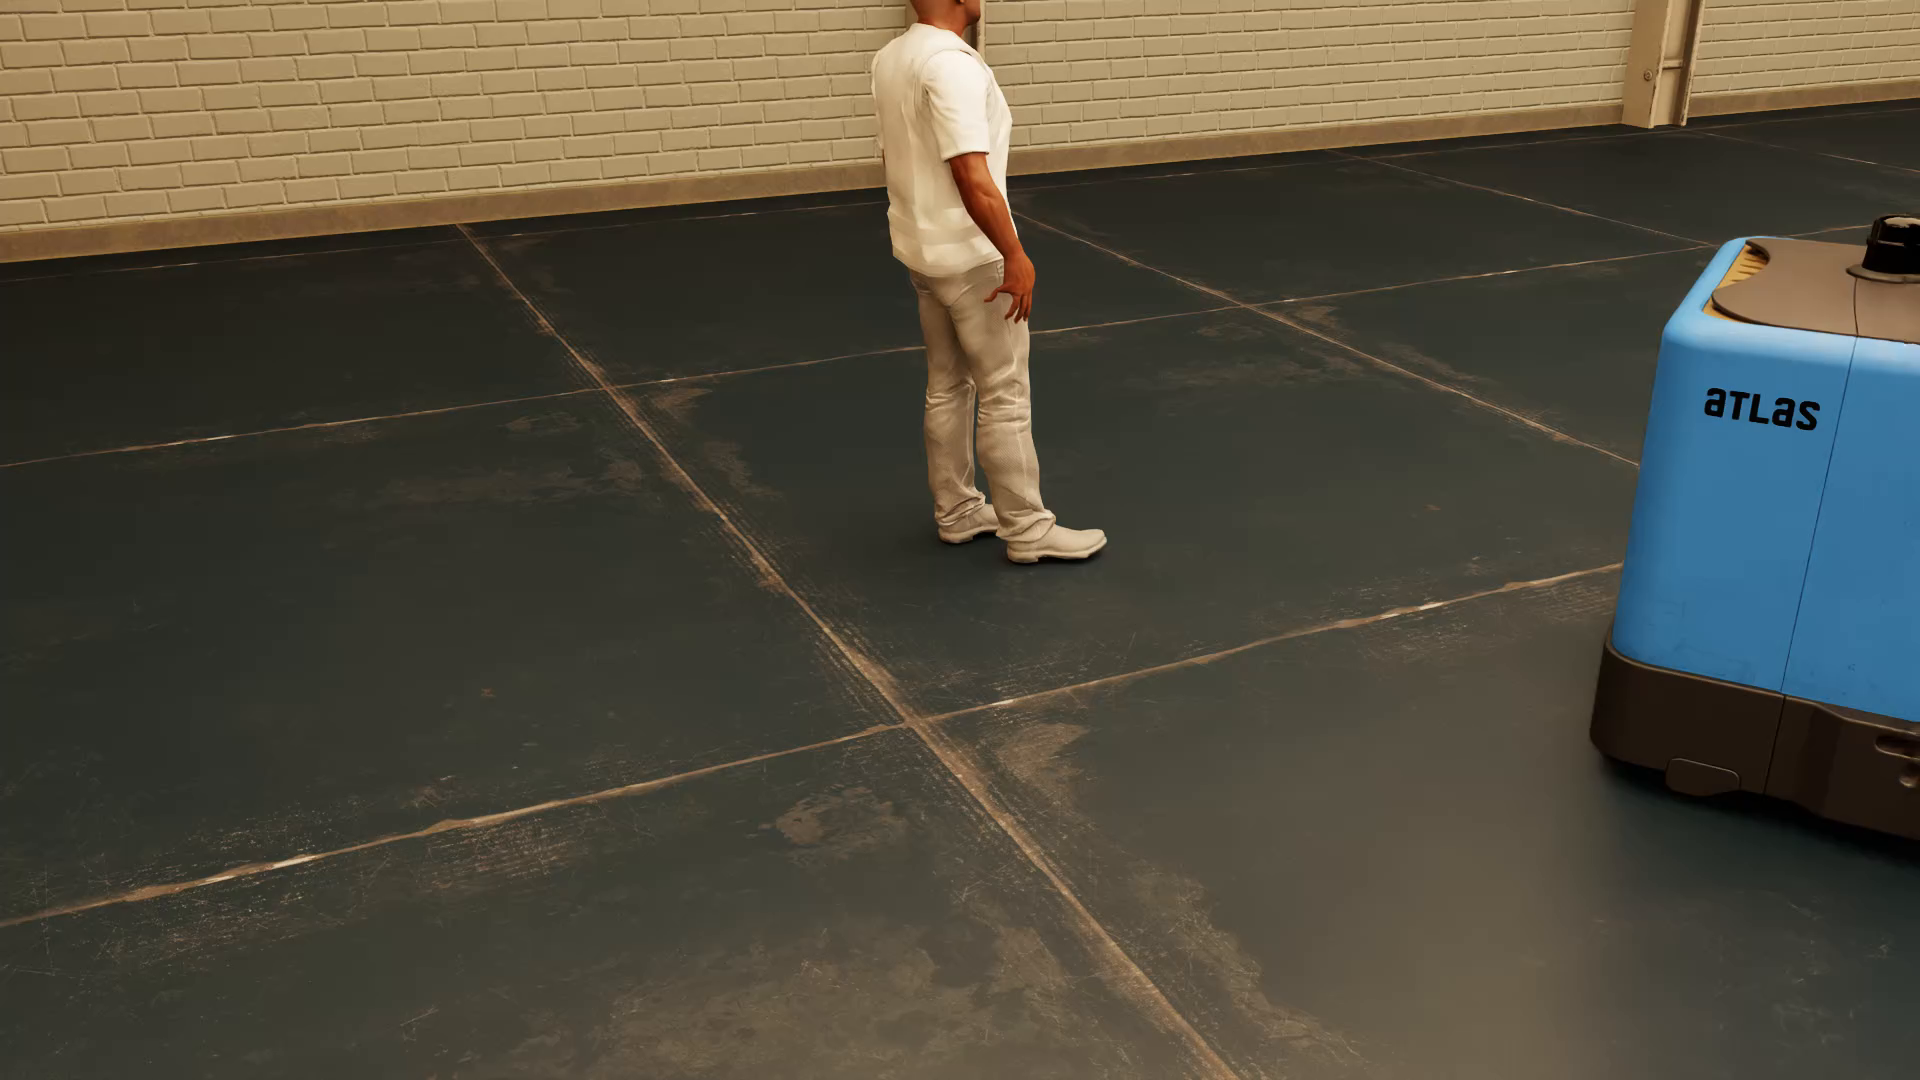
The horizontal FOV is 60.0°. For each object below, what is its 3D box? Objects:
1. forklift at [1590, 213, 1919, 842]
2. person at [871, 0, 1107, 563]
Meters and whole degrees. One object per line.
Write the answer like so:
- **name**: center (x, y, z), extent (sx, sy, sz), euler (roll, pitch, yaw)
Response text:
- **forklift**: center (2.980, -0.691, 2.949), extent (3.031, 2.935, 1.130), euler (13, 26, 28)
- **person**: center (0.066, -0.832, 4.789), extent (0.575, 1.768, 0.666), euler (-10, 25, -23)
